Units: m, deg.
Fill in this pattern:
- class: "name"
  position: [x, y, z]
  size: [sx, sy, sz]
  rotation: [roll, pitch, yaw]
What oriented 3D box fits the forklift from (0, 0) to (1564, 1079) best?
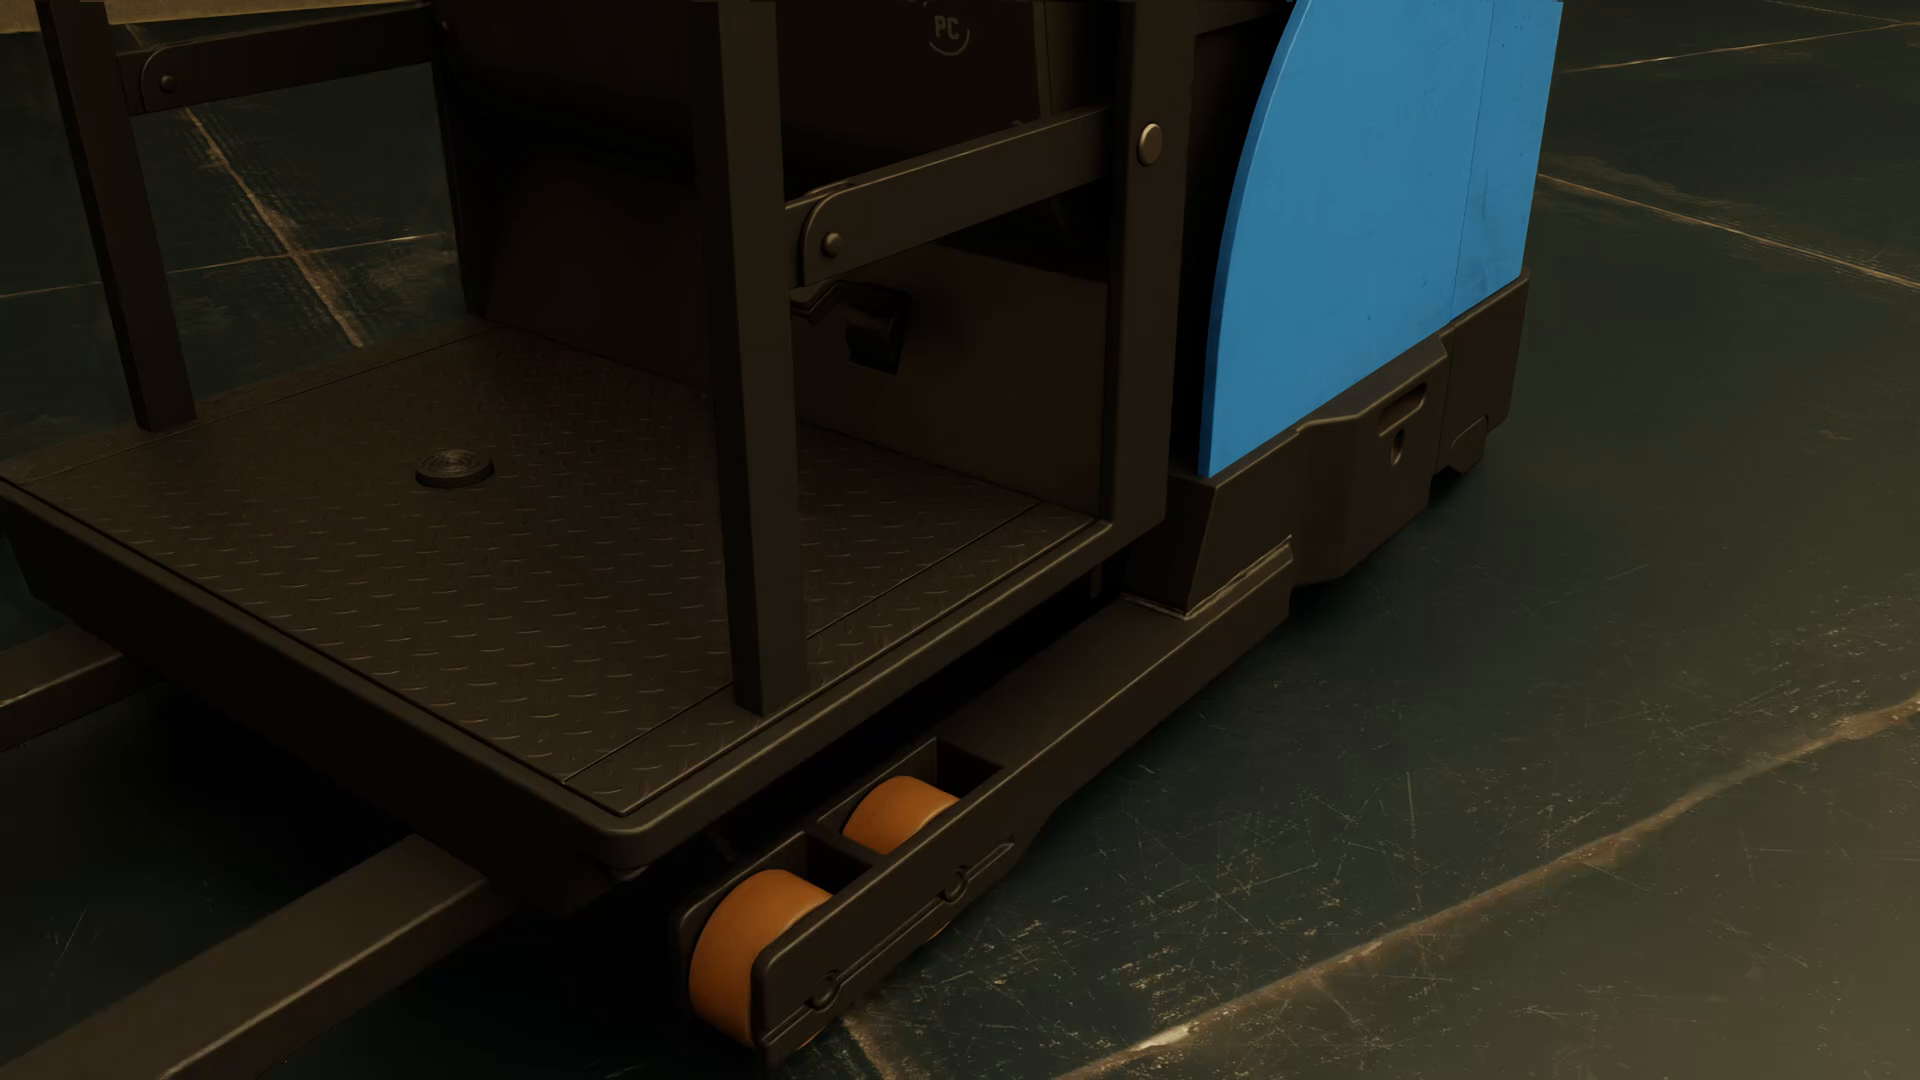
- class: "forklift"
  position: [-0.390, -1.081, 1.392]
  size: [1.130, 2.935, 3.031]
  rotation: [19, 33, 33]
